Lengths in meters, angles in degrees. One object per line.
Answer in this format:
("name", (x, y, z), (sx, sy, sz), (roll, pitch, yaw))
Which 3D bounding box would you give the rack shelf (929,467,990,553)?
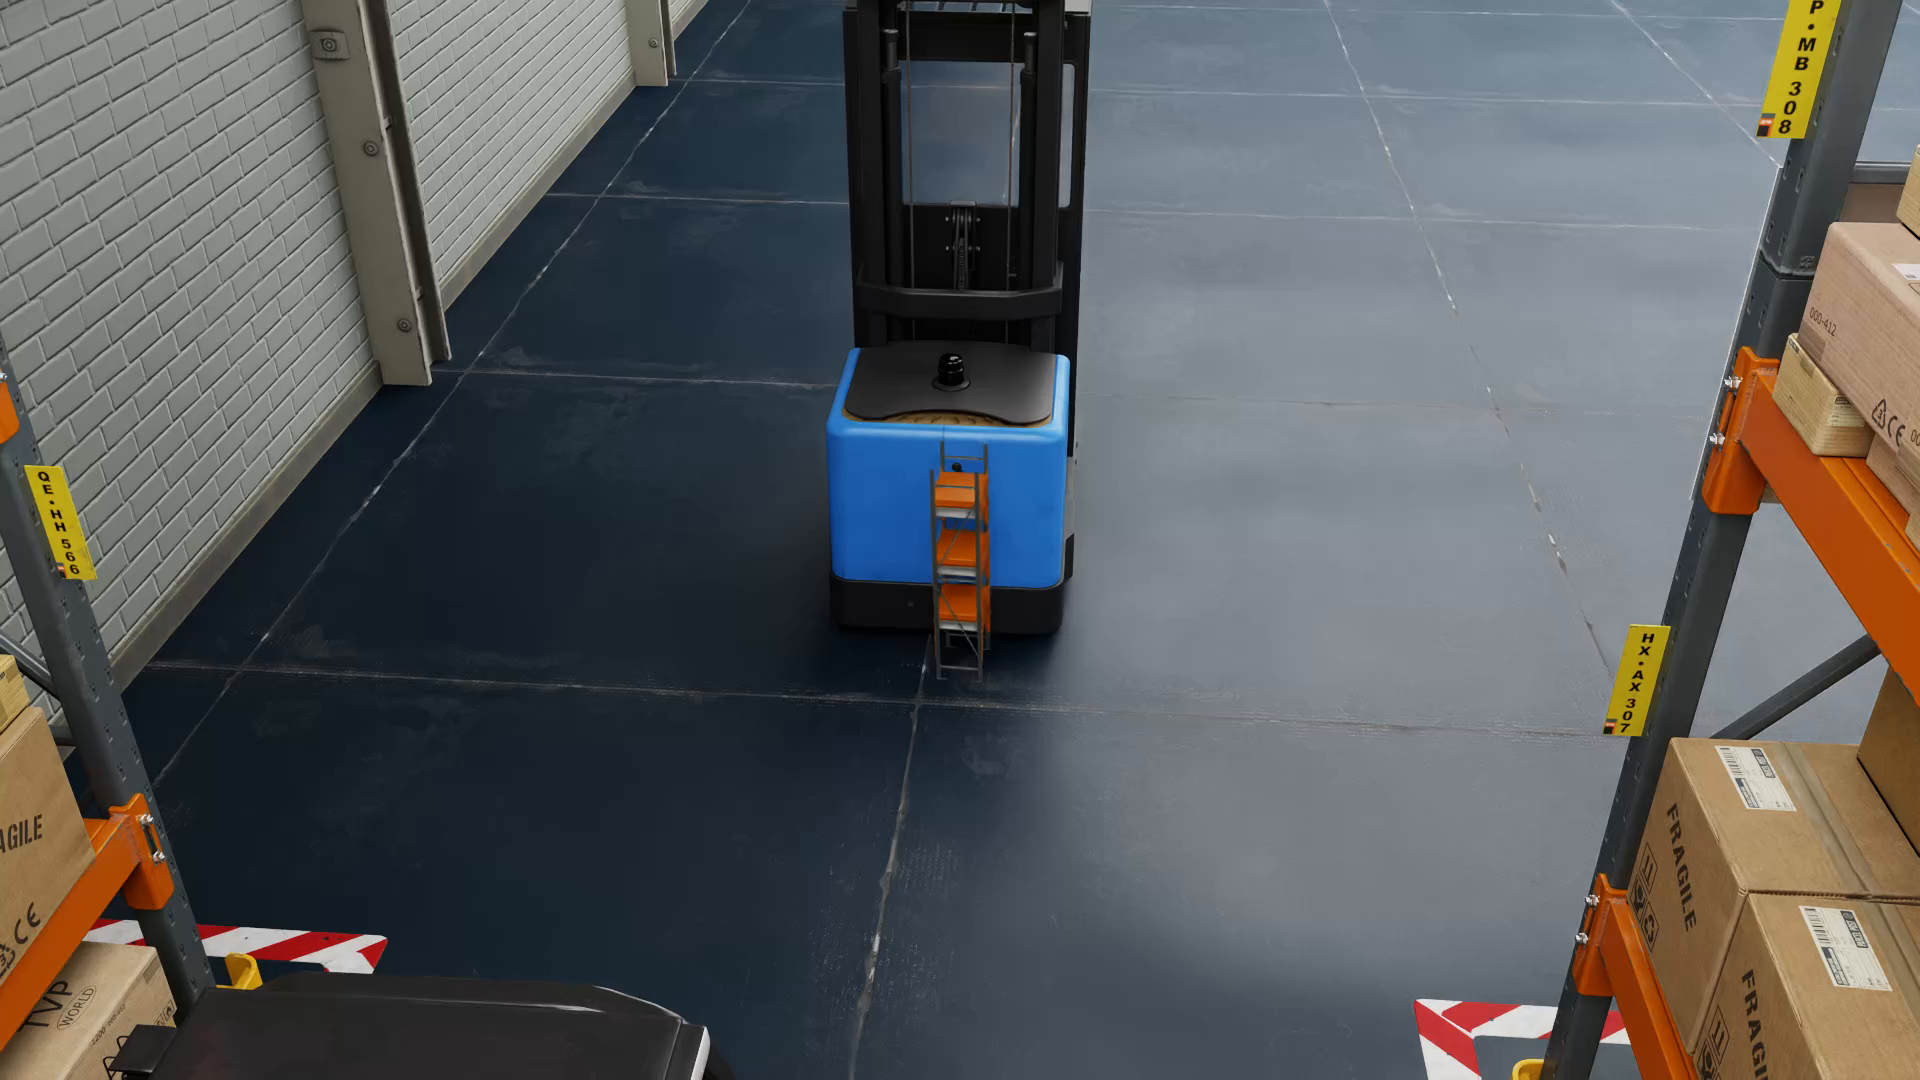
("rack shelf", (0.001, -0.127, 6.929), (0.215, 0.259, 0.240), (4, 32, 8))

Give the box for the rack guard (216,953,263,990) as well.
("rack guard", (-2.771, 1.575, 5.218), (1.175, 0.500, 0.348), (2, 32, 4))

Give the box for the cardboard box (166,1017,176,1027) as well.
("cardboard box", (-2.501, 1.570, 4.587), (0.500, 0.250, 0.500), (2, 32, 3))

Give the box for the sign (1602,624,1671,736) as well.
("sign", (1.634, 0.342, 4.012), (0.100, 0.325, 0.005), (2, 32, 4))

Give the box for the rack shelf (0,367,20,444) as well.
("rack shelf", (-2.936, 0.598, 2.247), (1.077, 0.370, 4.000), (2, 32, 4))

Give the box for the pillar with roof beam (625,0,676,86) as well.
("pillar with roof beam", (1.540, -7.796, 12.323), (9.100, 9.000, 0.400), (2, 32, 4))

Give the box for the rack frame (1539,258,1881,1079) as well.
("rack frame", (2.175, 0.733, 4.201), (1.000, 3.000, 0.127), (2, 32, 4))

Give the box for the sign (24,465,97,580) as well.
("sign", (-2.233, -0.040, 4.127), (0.100, 0.325, 0.005), (2, 32, 4))

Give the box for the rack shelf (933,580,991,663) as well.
("rack shelf", (0.013, 0.350, 7.225), (0.215, 0.259, 0.240), (4, 32, 8))

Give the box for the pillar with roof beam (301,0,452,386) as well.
("pillar with roof beam", (1.051, -4.659, 7.232), (9.100, 9.000, 0.400), (2, 32, 4))

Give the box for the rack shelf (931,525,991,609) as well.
("rack shelf", (0.007, 0.114, 7.078), (0.215, 0.259, 0.240), (4, 32, 8))

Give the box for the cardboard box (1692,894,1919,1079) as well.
("cardboard box", (1.821, 1.071, 3.275), (0.500, 0.500, 0.500), (3, 32, 5))

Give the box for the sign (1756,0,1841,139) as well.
("sign", (1.634, -0.939, 3.222), (0.100, 0.325, 0.005), (2, 32, 4))

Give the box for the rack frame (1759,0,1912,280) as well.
("rack frame", (2.175, -1.821, 2.627), (1.000, 3.000, 0.127), (2, 32, 4))

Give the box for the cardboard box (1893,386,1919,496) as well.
("cardboard box", (1.817, -0.092, 2.541), (0.500, 0.250, 0.500), (2, 32, 3))

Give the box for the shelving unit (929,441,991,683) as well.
("shelving unit", (0.007, 0.105, 7.073), (0.215, 1.050, 0.252), (4, 32, 8))

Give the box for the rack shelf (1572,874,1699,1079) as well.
("rack shelf", (2.012, 2.085, 2.693), (1.077, 0.370, 4.000), (2, 32, 4))

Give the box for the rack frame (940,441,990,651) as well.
("rack frame", (0.026, 0.041, 7.175), (0.200, 1.050, 0.008), (4, 32, 8))

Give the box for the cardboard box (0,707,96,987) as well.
("cardboard box", (-2.551, 0.749, 4.080), (0.500, 0.500, 0.500), (2, 32, 3))

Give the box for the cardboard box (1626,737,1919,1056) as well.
("cardboard box", (1.860, 0.800, 3.714), (0.500, 0.500, 0.500), (2, 32, 3))

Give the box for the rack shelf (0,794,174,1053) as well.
("rack shelf", (-2.936, 1.875, 3.034), (1.077, 0.370, 4.000), (2, 32, 4))

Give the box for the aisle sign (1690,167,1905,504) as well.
("aisle sign", (1.871, -0.419, 3.593), (0.394, 0.787, 0.004), (2, 32, 4))

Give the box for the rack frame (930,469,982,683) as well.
("rack frame", (-0.012, 0.169, 6.971), (0.200, 1.050, 0.008), (4, 32, 8))

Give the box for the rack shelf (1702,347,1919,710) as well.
("rack shelf", (2.012, 0.808, 1.906), (1.077, 0.370, 4.000), (2, 32, 4))

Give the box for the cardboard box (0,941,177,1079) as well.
("cardboard box", (-2.500, 1.343, 4.479), (0.500, 0.250, 0.500), (3, 32, 6))

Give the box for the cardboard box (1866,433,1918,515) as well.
("cardboard box", (1.892, -0.136, 2.992), (0.380, 0.149, 0.250), (1, 32, 2))

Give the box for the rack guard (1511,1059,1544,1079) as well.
("rack guard", (2.168, 1.837, 4.793), (1.175, 0.500, 0.348), (2, 32, 4))

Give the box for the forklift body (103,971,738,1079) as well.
("forklift body", (-1.109, 1.954, 3.029), (2.313, 2.155, 1.214), (2, 32, 4))

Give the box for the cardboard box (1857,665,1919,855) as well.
("cardboard box", (2.351, 0.415, 3.386), (0.700, 0.500, 0.500), (2, 32, 3))

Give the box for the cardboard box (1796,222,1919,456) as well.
("cardboard box", (1.868, -0.355, 2.967), (0.500, 0.250, 0.500), (2, 32, 3))

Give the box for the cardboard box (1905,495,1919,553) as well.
("cardboard box", (1.836, 0.001, 2.770), (0.380, 0.149, 0.250), (3, 32, 5))

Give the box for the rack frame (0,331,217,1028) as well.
("rack frame", (-2.770, 0.523, 4.542), (0.949, 2.616, 0.053), (2, 32, 4))

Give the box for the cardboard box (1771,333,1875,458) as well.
("cardboard box", (1.824, -0.277, 3.221), (0.380, 0.149, 0.250), (2, 32, 4))

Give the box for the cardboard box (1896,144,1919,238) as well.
("cardboard box", (1.942, -0.599, 2.984), (0.380, 0.149, 0.250), (2, 32, 4))

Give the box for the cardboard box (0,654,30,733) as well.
("cardboard box", (-2.522, 0.398, 4.032), (0.380, 0.149, 0.250), (3, 32, 5))

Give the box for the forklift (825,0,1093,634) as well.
("forklift", (0.050, -1.574, 8.010), (1.130, 2.935, 3.031), (2, 32, 4))
